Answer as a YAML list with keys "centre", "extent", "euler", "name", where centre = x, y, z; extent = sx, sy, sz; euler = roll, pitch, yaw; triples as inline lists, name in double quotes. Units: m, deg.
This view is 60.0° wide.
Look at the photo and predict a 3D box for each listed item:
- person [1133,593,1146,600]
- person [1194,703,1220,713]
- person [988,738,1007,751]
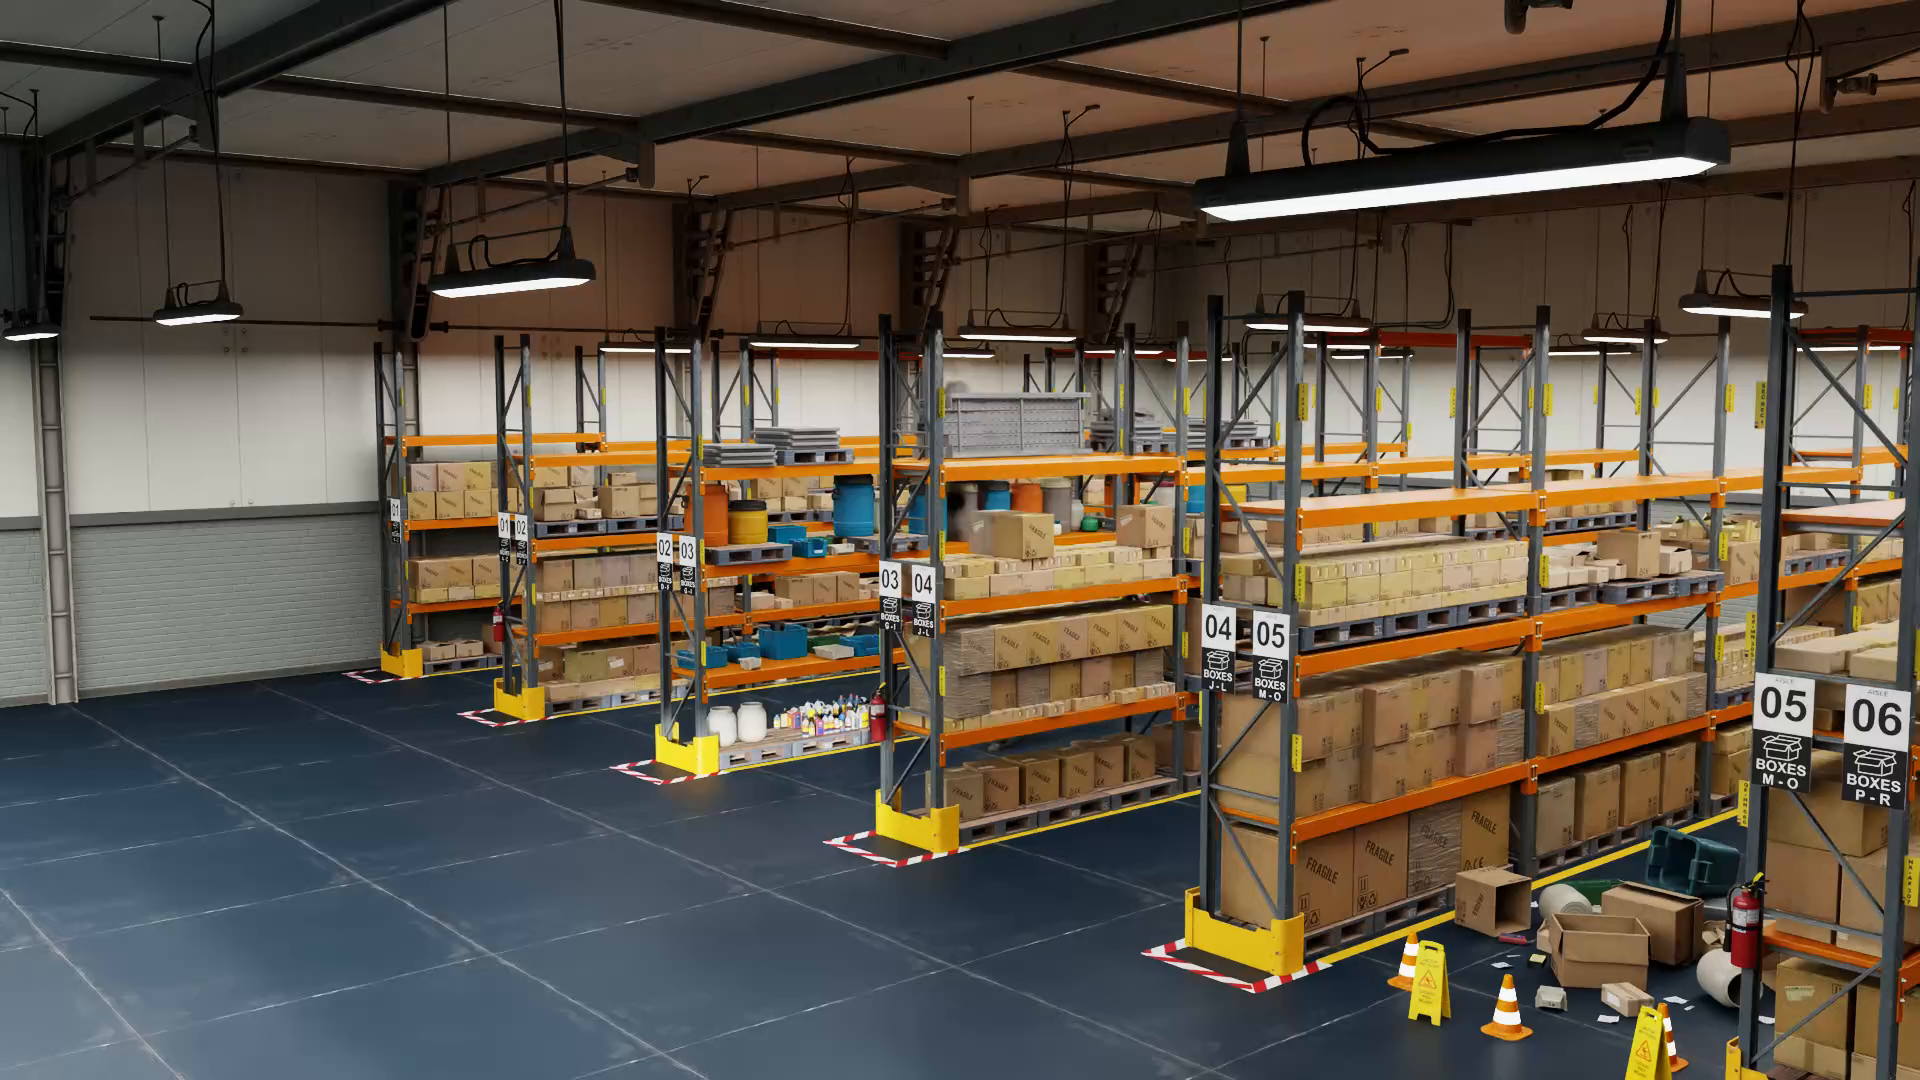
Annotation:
- centre: [3.229, 1.549, 30.718]
  extent: [0.971, 1.651, 0.700]
  euler: [-4, 6, -35]
  name: "person"
- centre: [3.761, 2.102, 24.845]
  extent: [0.589, 1.609, 0.563]
  euler: [-5, 7, -44]
  name: "person"
- centre: [0.738, 2.159, 23.938]
  extent: [0.713, 1.727, 0.893]
  euler: [4, 7, 39]
  name: "person"
